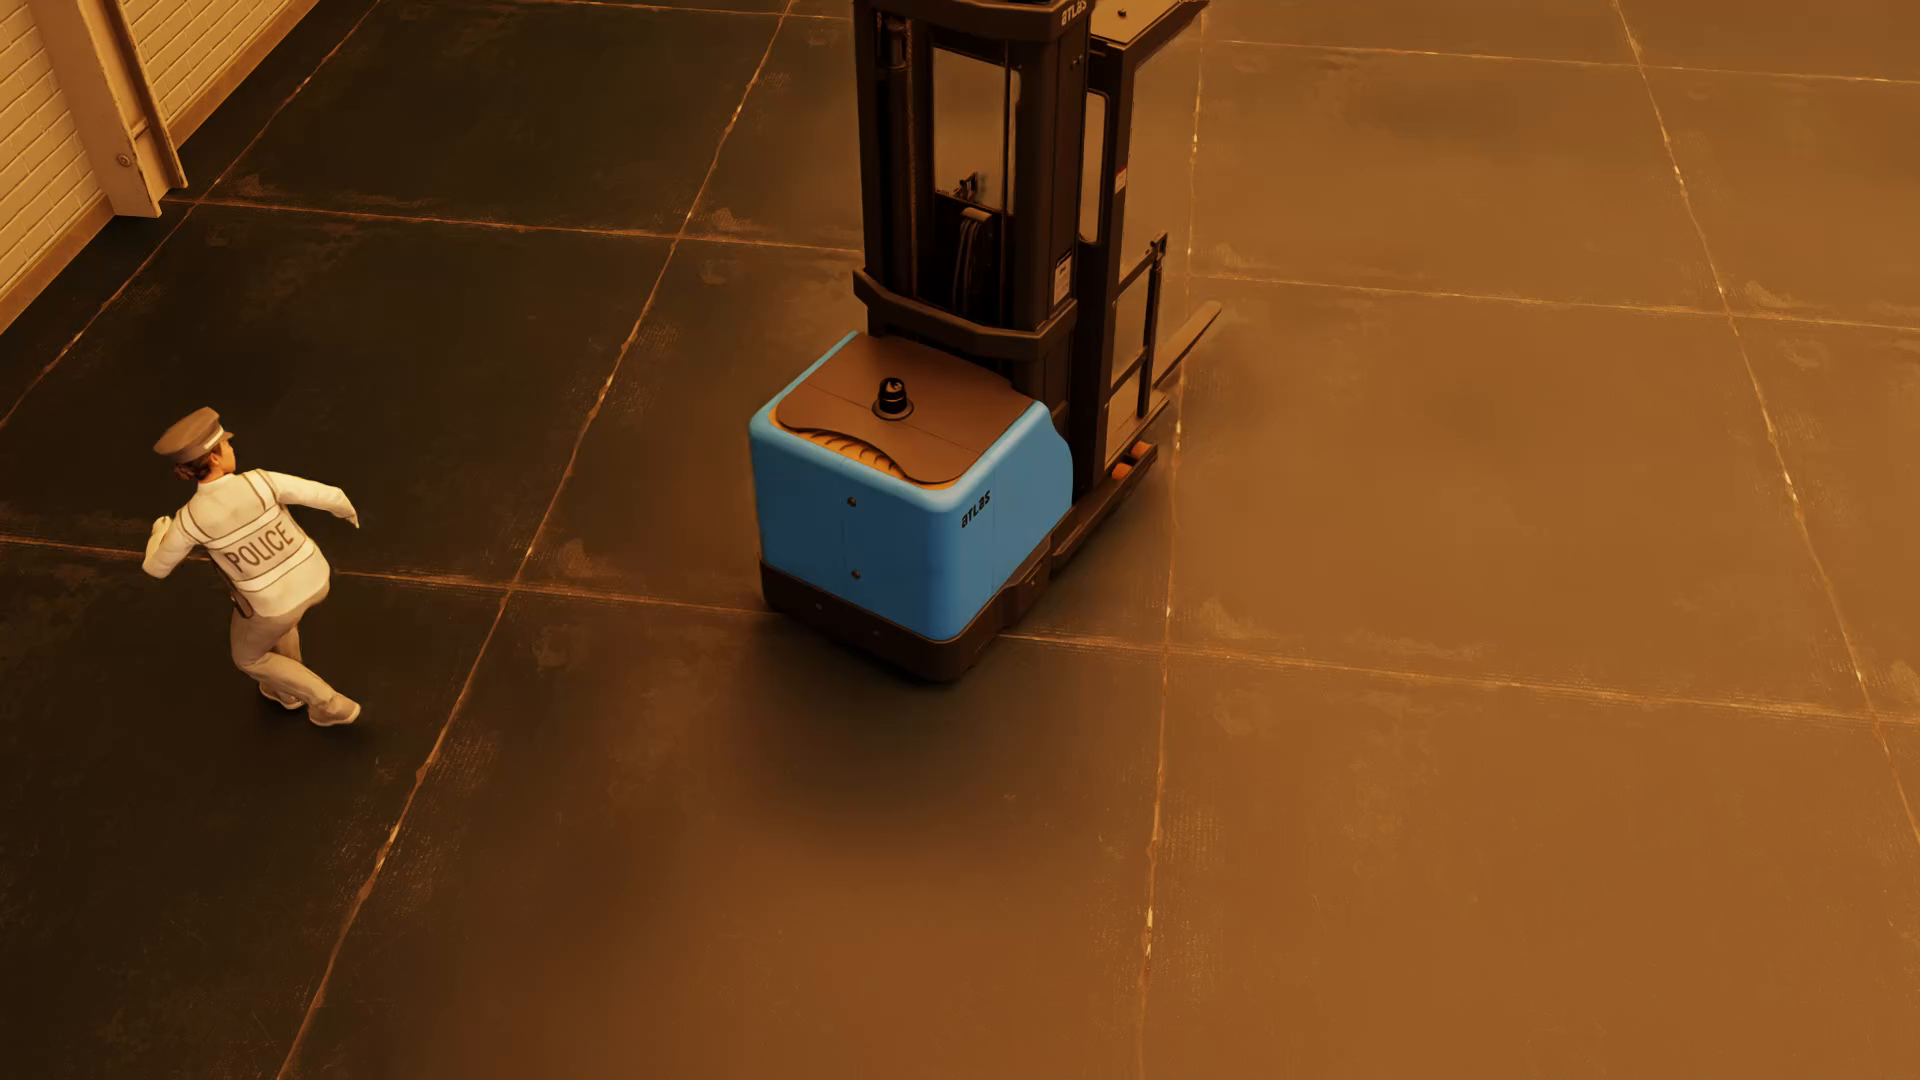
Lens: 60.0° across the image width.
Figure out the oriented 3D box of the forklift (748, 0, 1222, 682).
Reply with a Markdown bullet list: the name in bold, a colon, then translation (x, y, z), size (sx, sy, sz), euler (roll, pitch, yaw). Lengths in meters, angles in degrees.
- **forklift**: translation (0.320, -1.446, 7.299), size (1.130, 2.935, 3.031), euler (23, 47, 23)

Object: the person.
- **person**: translation (-2.781, 0.089, 6.655), size (0.794, 1.552, 0.812), euler (28, 49, 27)
